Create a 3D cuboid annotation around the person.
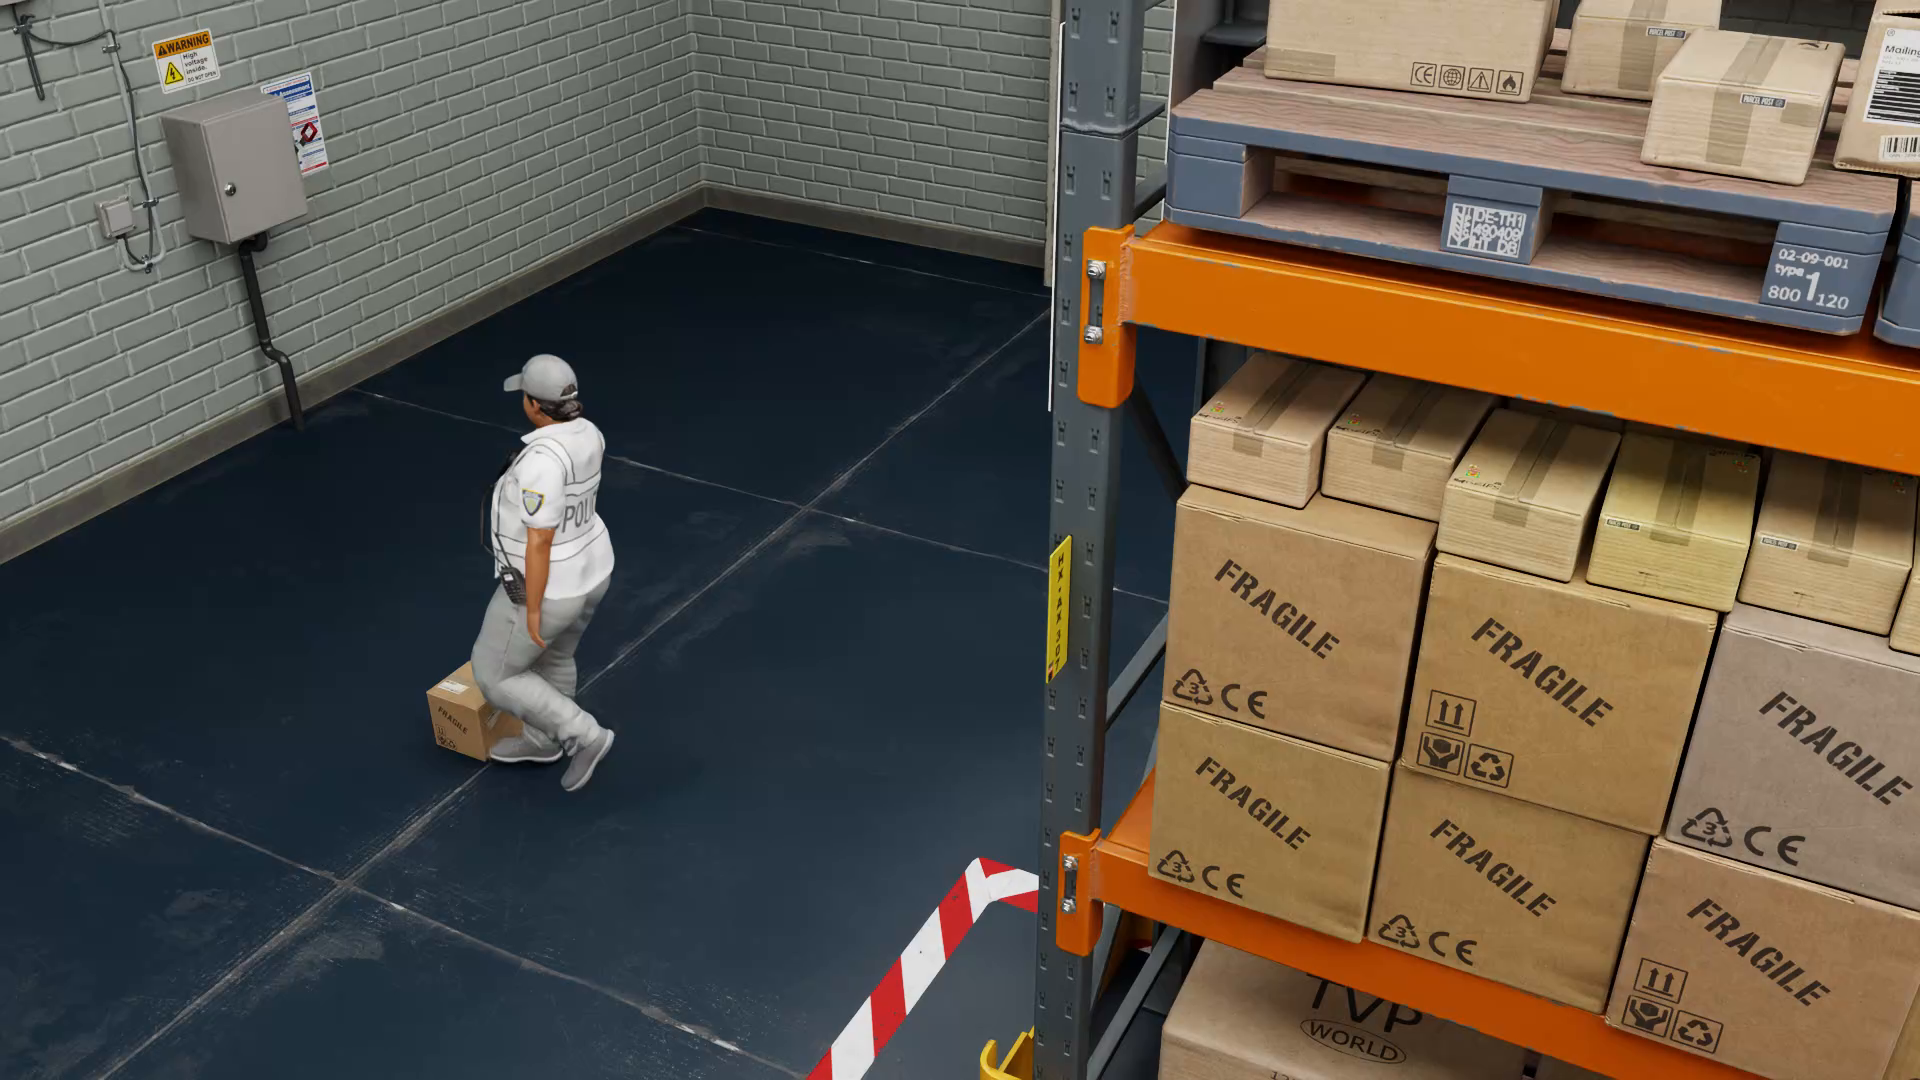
[{"bbox_3d":[-1.509,0.134,5.886,0.611,1.658,0.556,8,31,14],"label":"person"}]
